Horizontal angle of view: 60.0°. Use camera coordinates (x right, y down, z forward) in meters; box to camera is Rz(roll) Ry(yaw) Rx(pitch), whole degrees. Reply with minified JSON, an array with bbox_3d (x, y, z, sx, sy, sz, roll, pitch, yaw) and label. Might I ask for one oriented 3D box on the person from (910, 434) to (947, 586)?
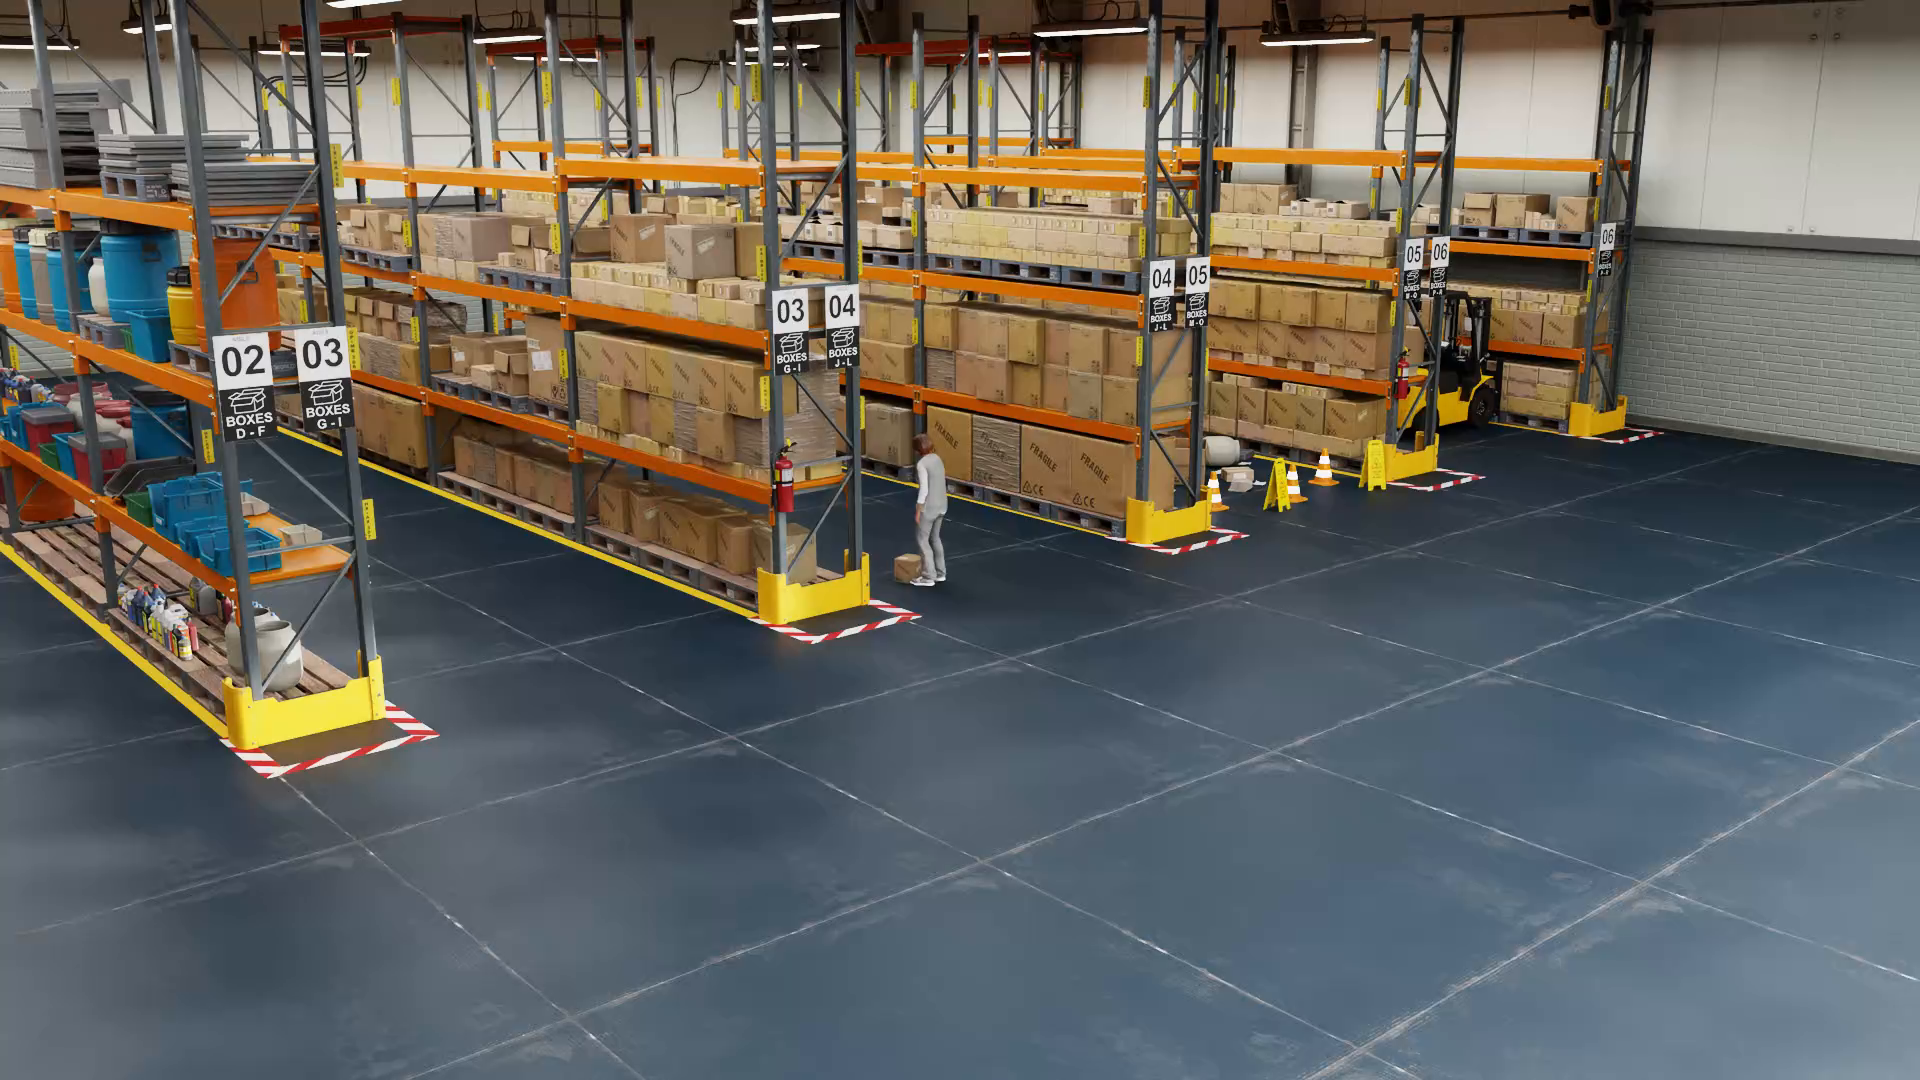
[{"bbox_3d":[-0.317,-0.315,17.260,0.346,1.592,0.476,8,16,29],"label":"person"}]
